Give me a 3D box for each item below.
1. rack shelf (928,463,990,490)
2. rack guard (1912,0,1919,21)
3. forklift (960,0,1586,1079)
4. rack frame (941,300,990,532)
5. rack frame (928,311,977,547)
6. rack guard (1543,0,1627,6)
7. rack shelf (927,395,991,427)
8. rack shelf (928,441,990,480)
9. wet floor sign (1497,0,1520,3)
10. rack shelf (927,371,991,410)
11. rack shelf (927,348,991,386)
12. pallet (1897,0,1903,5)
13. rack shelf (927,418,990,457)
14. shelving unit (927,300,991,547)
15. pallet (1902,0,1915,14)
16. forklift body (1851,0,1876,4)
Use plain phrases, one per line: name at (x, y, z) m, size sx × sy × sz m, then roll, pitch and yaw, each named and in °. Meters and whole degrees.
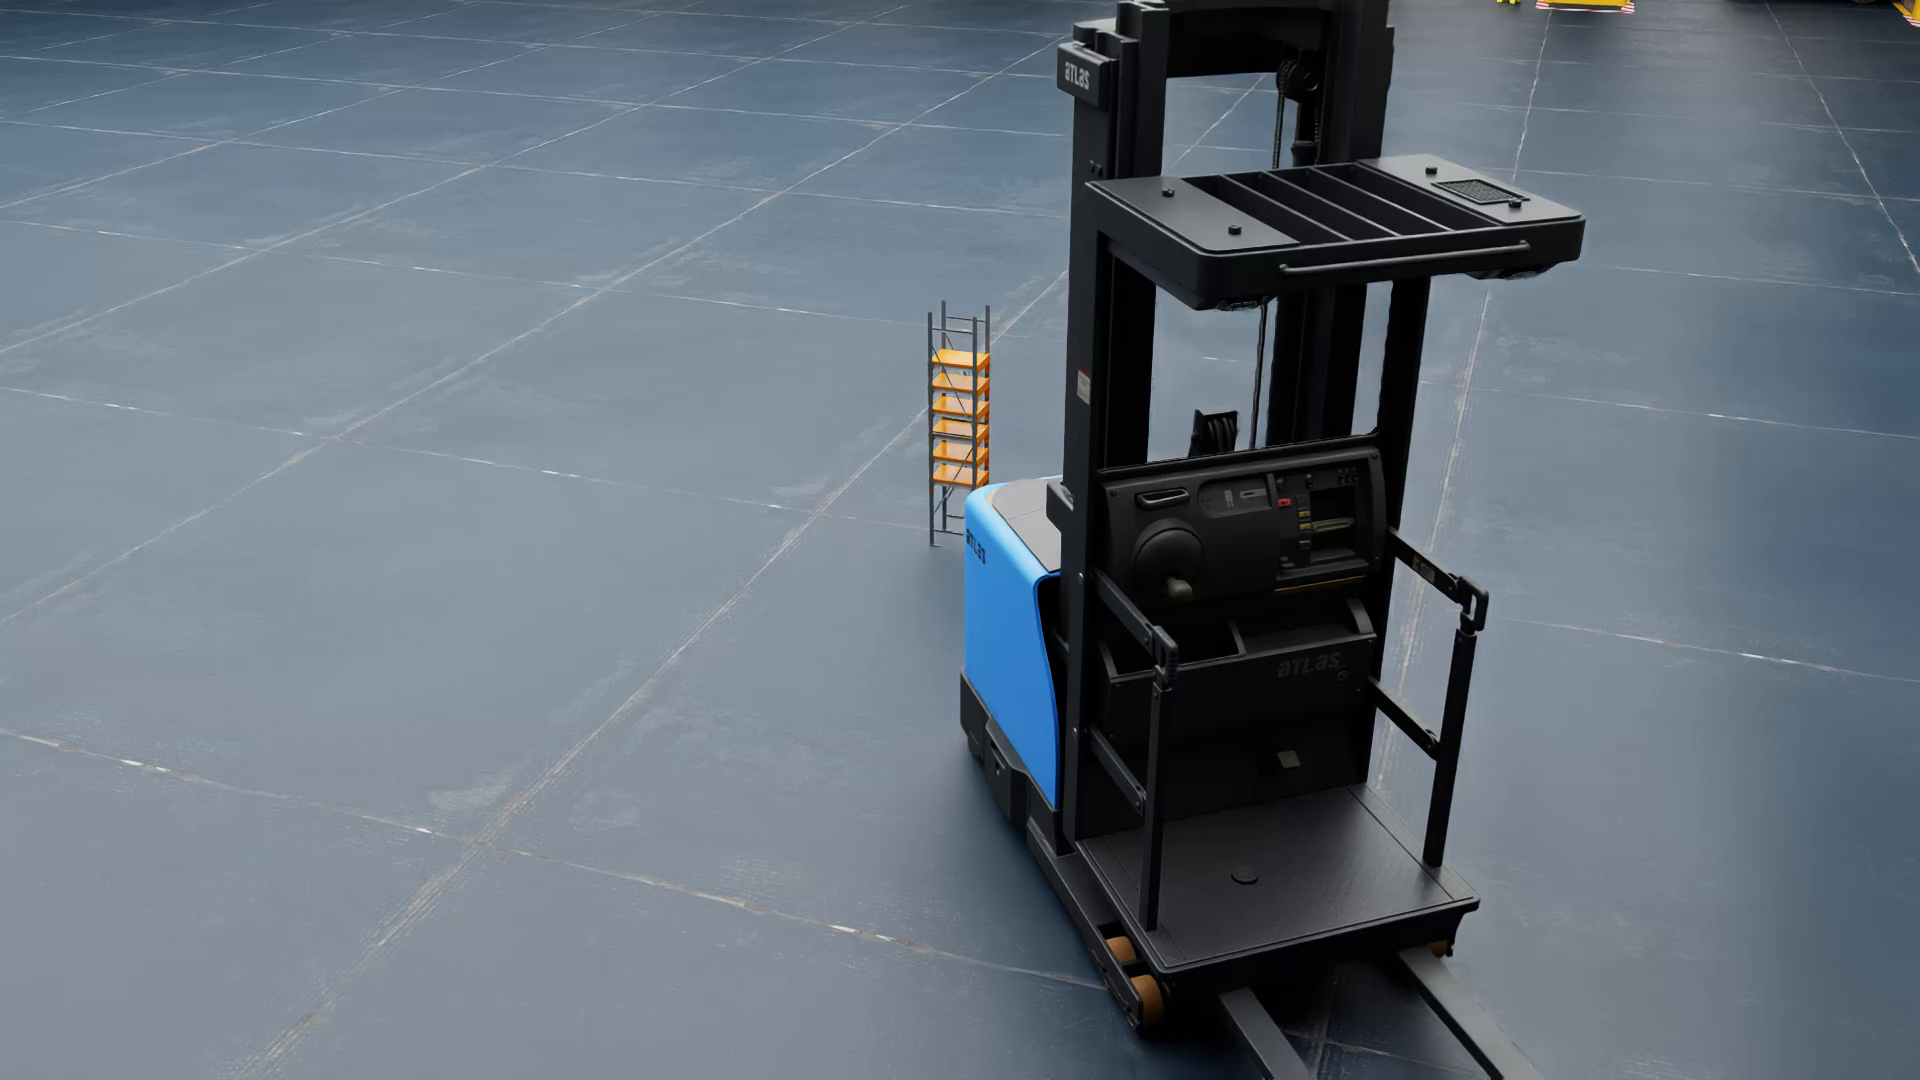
rack shelf at (-0.005, -0.278, 8.100) m, size 0.258 × 0.103 × 0.180 m, roll 9°, pitch 27°, yaw 17°
rack guard at (13.962, -7.477, 23.118) m, size 1.175 × 0.500 × 0.348 m, roll 9°, pitch 27°, yaw 17°
forklift at (0.950, -0.008, 4.903) m, size 1.130 × 2.935 × 3.031 m, roll -8°, pitch 27°, yaw -17°
rack frame at (0.026, -0.572, 8.054) m, size 0.240 × 1.200 × 0.006 m, roll 9°, pitch 27°, yaw 17°
rack frame at (-0.035, -0.496, 7.899) m, size 0.240 × 1.200 × 0.006 m, roll 9°, pitch 27°, yaw 17°
rack guard at (9.313, -8.236, 24.687) m, size 1.175 × 0.500 × 0.348 m, roll 9°, pitch 27°, yaw 17°
rack shelf at (-0.005, -0.602, 7.943) m, size 0.258 × 0.103 × 0.180 m, roll 9°, pitch 27°, yaw 17°
rack shelf at (-0.005, -0.386, 8.048) m, size 0.258 × 0.103 × 0.180 m, roll 9°, pitch 27°, yaw 17°
wet floor sign at (8.216, -8.347, 24.750) m, size 0.267 × 0.644 × 0.232 m, roll 20°, pitch 32°, yaw 35°
rack shelf at (-0.005, -0.710, 7.891) m, size 0.258 × 0.103 × 0.180 m, roll 9°, pitch 27°, yaw 17°
rack shelf at (-0.005, -0.818, 7.839) m, size 0.258 × 0.103 × 0.180 m, roll 9°, pitch 27°, yaw 17°
pallet at (14.593, -8.177, 24.895) m, size 1.003 × 0.211 × 1.213 m, roll 9°, pitch 27°, yaw 17°
rack shelf at (-0.005, -0.494, 7.996) m, size 0.258 × 0.103 × 0.180 m, roll 9°, pitch 27°, yaw 17°
shelving unit at (-0.005, -0.534, 7.976) m, size 0.258 × 1.200 × 0.189 m, roll 9°, pitch 27°, yaw 17°
pallet at (14.185, -7.677, 23.863) m, size 1.003 × 0.211 × 1.213 m, roll 9°, pitch 27°, yaw 17°
forklift body at (12.881, -9.273, 24.935) m, size 2.313 × 2.155 × 1.214 m, roll 9°, pitch 27°, yaw 17°
